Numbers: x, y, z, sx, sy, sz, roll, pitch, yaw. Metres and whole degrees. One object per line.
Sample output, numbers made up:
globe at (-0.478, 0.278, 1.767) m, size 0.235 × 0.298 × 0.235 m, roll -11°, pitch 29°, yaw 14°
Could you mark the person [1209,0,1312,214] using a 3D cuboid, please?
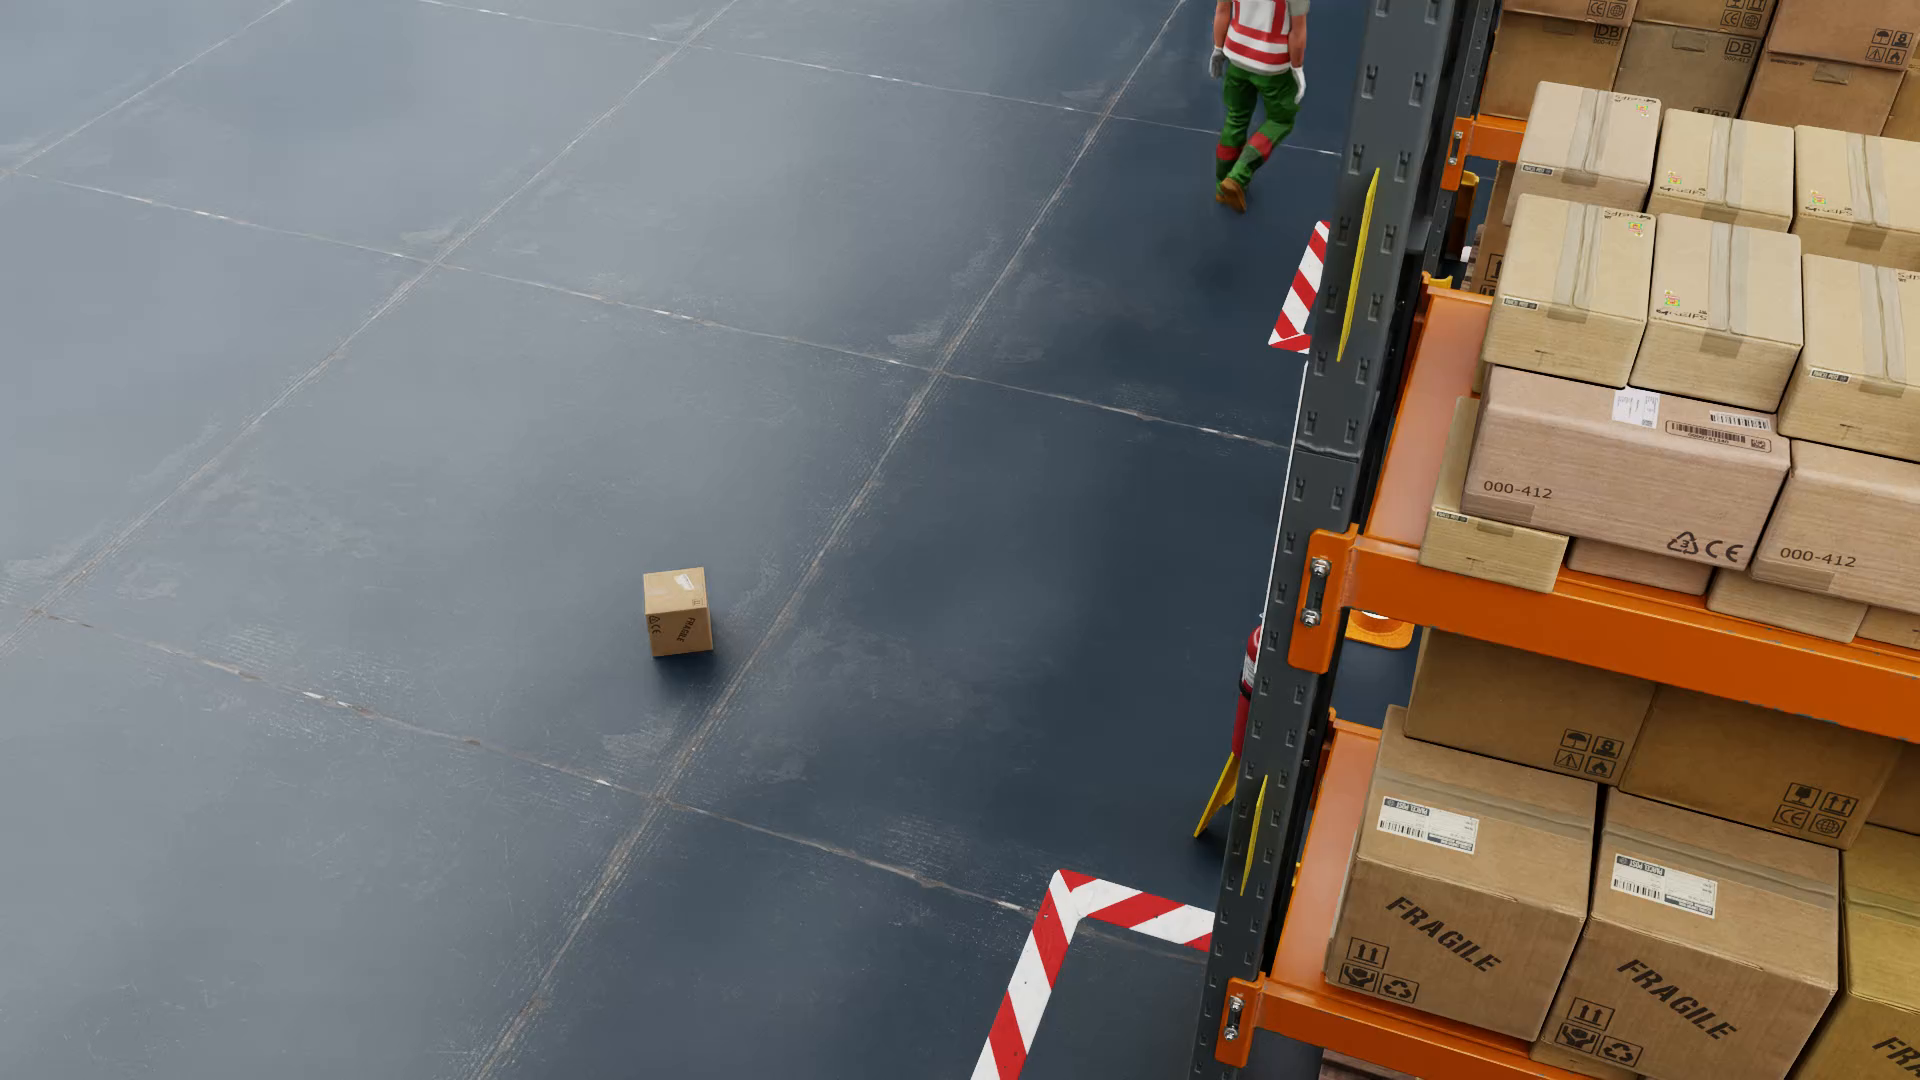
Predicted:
person at (1.620, -2.599, 9.083) m, size 0.604 × 1.778 × 0.572 m, roll 26°, pitch 47°, yaw 27°
